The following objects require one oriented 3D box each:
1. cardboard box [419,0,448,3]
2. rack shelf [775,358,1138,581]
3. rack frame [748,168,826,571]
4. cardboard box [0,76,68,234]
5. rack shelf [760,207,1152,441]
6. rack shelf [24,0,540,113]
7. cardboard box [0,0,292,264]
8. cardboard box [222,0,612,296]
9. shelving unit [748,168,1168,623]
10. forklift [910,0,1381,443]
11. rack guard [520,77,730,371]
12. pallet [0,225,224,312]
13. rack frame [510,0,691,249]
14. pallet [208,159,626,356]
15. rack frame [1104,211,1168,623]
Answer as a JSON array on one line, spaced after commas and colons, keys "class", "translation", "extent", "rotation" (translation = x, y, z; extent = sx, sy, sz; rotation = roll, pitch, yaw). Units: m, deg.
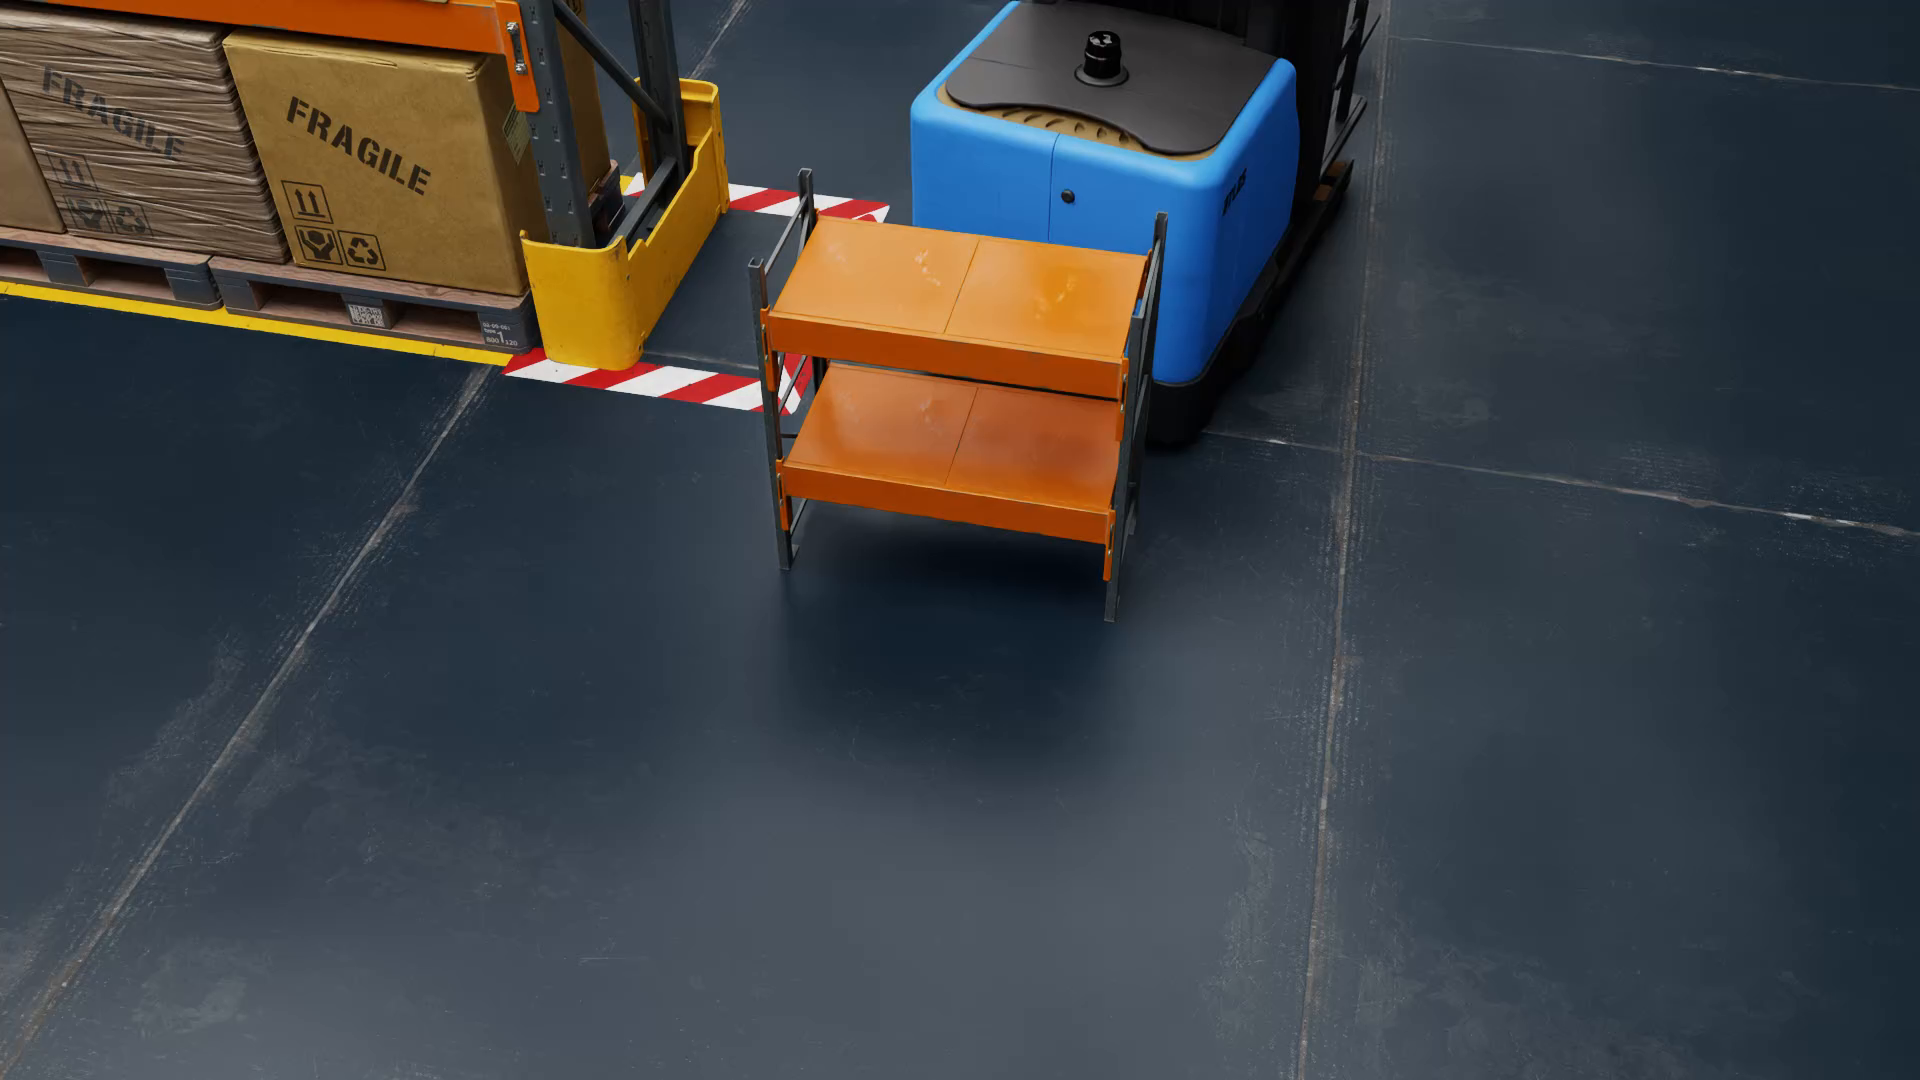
[{"class": "cardboard box", "translation": [-1.643, -1.834, 5.174], "extent": [0.250, 0.149, 0.380], "rotation": [10, 45, 10]}, {"class": "rack shelf", "translation": [0.007, -0.228, 5.028], "extent": [1.000, 0.278, 0.538], "rotation": [9, 45, 9]}, {"class": "rack frame", "translation": [-0.489, -0.481, 4.939], "extent": [0.032, 1.125, 0.500], "rotation": [9, 45, 9]}, {"class": "cardboard box", "translation": [-3.622, -1.795, 6.181], "extent": [0.875, 0.875, 0.875], "rotation": [9, 45, 9]}, {"class": "rack shelf", "translation": [0.007, -0.615, 4.656], "extent": [1.000, 0.278, 0.538], "rotation": [9, 45, 9]}, {"class": "rack shelf", "translation": [-3.175, -2.137, 5.826], "extent": [4.000, 0.370, 1.077], "rotation": [9, 45, 9]}, {"class": "cardboard box", "translation": [-2.754, -1.660, 6.041], "extent": [0.875, 0.875, 0.875], "rotation": [9, 45, 9]}, {"class": "cardboard box", "translation": [-1.866, -1.522, 5.898], "extent": [0.875, 0.875, 0.875], "rotation": [9, 45, 9]}, {"class": "shelving unit", "translation": [0.007, -0.404, 4.859], "extent": [1.048, 1.125, 0.538], "rotation": [9, 45, 9]}, {"class": "forklift", "translation": [0.915, -2.403, 5.633], "extent": [1.130, 2.935, 3.031], "rotation": [18, 47, 18]}, {"class": "rack guard", "translation": [-1.200, -1.189, 6.125], "extent": [0.348, 0.500, 1.175], "rotation": [9, 45, 9]}, {"class": "pallet", "translation": [-3.208, -1.343, 6.493], "extent": [1.213, 0.211, 1.003], "rotation": [9, 45, 9]}, {"class": "rack frame", "translation": [-1.224, -2.094, 5.262], "extent": [0.127, 3.000, 1.000], "rotation": [9, 45, 9]}, {"class": "pallet", "translation": [-2.021, -1.157, 6.300], "extent": [1.213, 0.211, 1.003], "rotation": [9, 45, 9]}, {"class": "rack frame", "translation": [0.503, -0.327, 4.779], "extent": [0.032, 1.125, 0.500], "rotation": [9, 45, 9]}]
